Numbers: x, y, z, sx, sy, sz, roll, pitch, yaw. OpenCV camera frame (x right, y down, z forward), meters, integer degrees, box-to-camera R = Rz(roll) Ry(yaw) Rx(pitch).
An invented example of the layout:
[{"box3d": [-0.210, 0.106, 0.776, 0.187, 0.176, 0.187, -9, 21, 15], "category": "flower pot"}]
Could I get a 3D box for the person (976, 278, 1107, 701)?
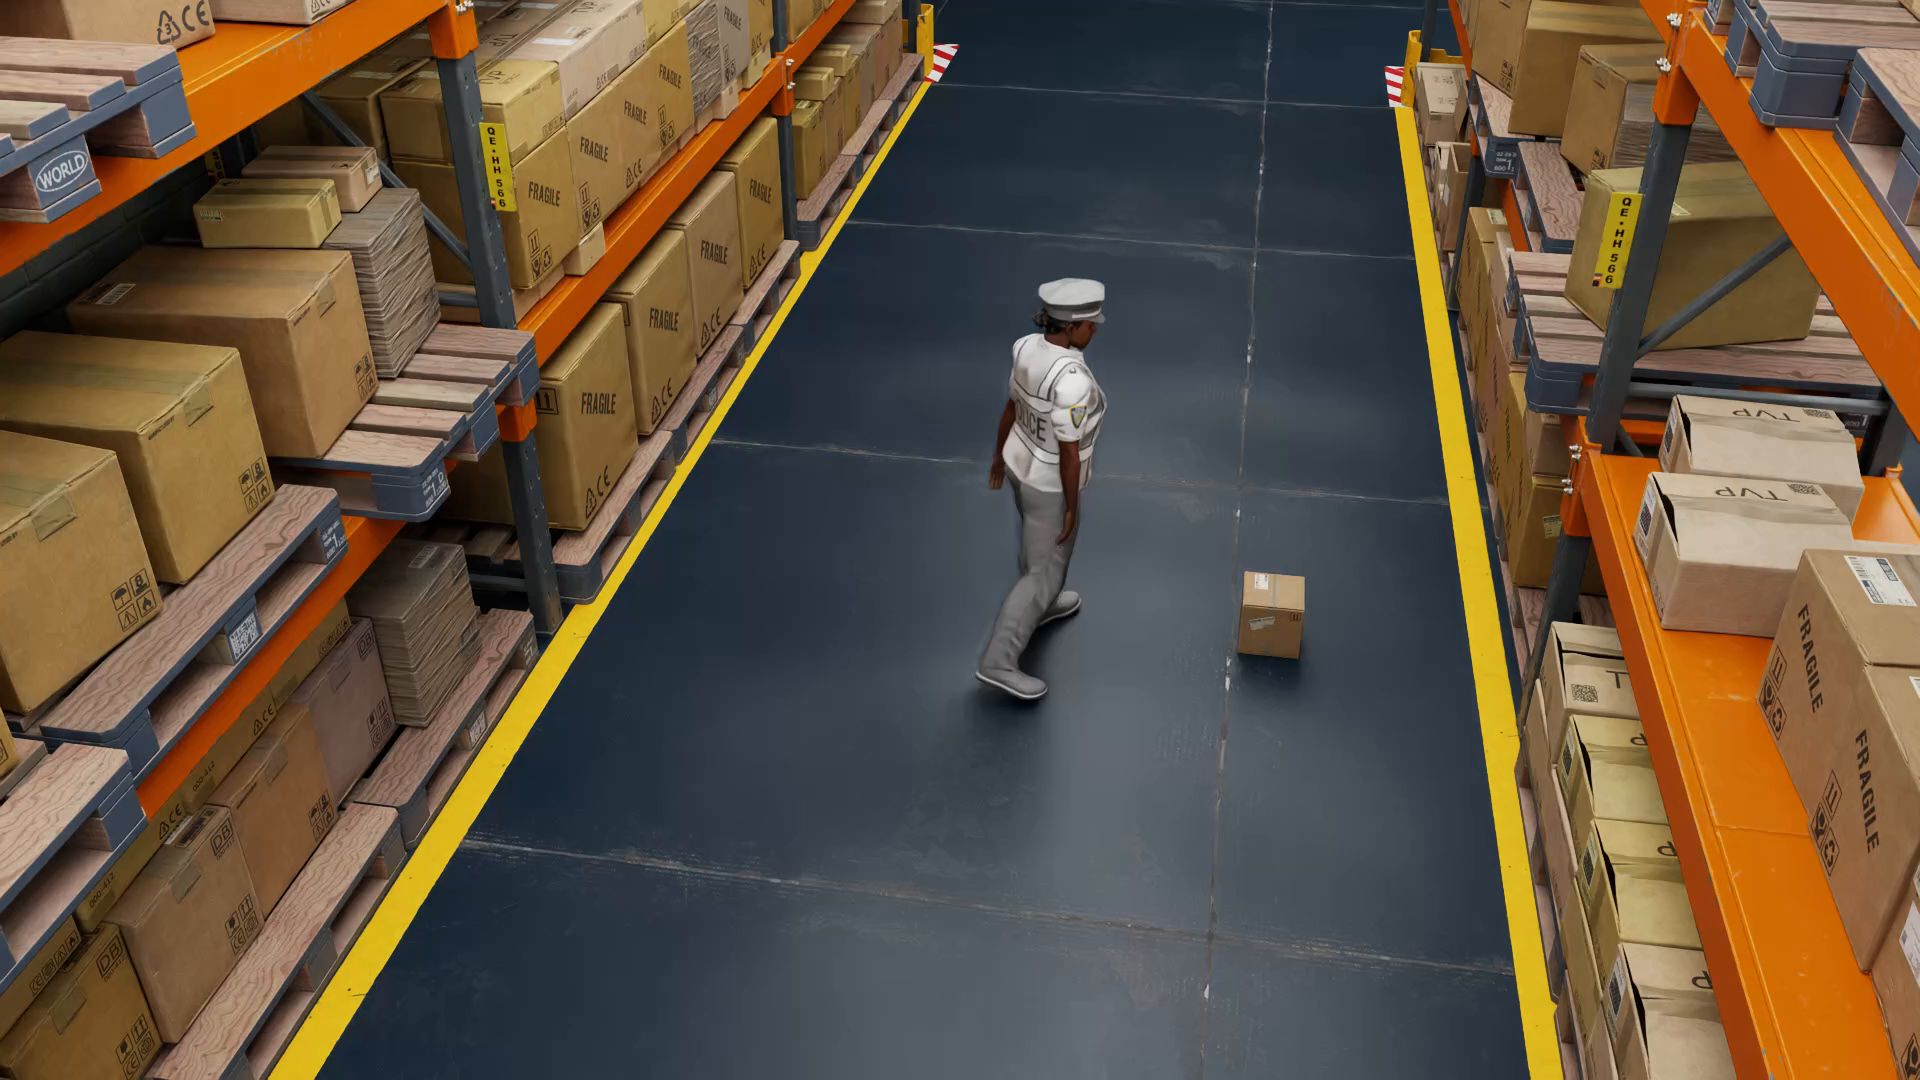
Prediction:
[{"box3d": [0.315, -0.215, 6.471, 0.662, 1.638, 0.625, -13, 35, -19], "category": "person"}]
